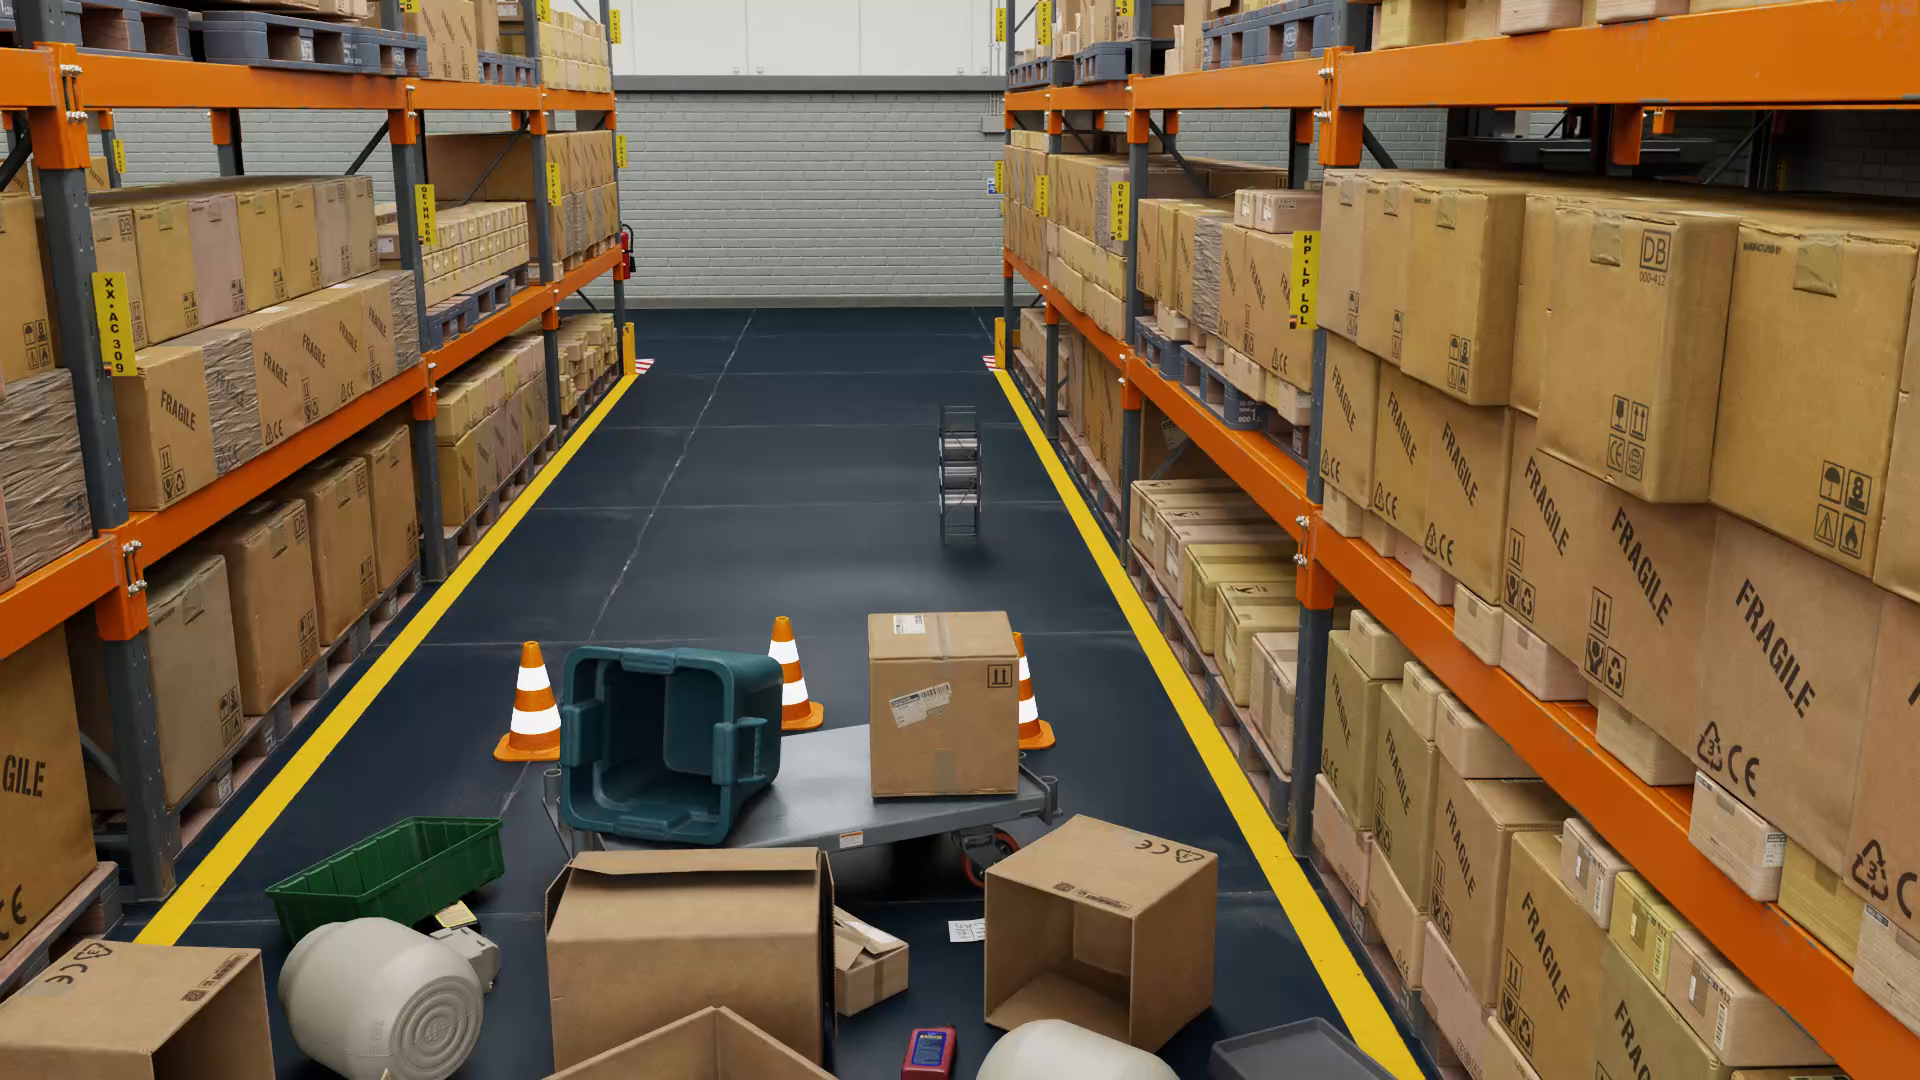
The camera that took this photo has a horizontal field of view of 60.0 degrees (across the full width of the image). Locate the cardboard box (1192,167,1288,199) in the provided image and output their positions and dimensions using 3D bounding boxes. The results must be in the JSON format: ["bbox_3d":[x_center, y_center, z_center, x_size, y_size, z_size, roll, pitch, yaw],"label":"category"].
[{"bbox_3d":[1.675,-1.969,9.952,0.500,0.500,0.500,-1,14,-5],"label":"cardboard box"}]

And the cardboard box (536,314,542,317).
[{"bbox_3d":[-4.275,-2.173,16.638,0.380,0.149,0.250,-2,15,-6],"label":"cardboard box"}]

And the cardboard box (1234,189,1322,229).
[{"bbox_3d":[1.359,-1.376,6.911,0.380,0.149,0.250,-2,15,-6],"label":"cardboard box"}]

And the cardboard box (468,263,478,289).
[{"bbox_3d":[-3.383,-1.734,10.908,0.380,0.149,0.250,-1,14,-3],"label":"cardboard box"}]

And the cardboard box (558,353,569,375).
[{"bbox_3d":[-3.493,-1.472,13.914,0.380,0.149,0.250,0,14,-1],"label":"cardboard box"}]

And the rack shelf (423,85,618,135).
[{"bbox_3d":[-3.845,-3.805,14.719,1.077,0.370,4.000,-1,14,-3],"label":"rack shelf"}]

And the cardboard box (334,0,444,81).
[{"bbox_3d":[-3.243,-2.856,9.385,0.500,0.500,0.500,-1,14,-3],"label":"cardboard box"}]

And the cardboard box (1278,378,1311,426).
[{"bbox_3d":[1.402,-0.521,6.191,0.380,0.149,0.250,-1,14,-3],"label":"cardboard box"}]

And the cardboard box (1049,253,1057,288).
[{"bbox_3d":[0.977,-2.119,13.042,0.500,0.250,0.500,-1,14,-5],"label":"cardboard box"}]

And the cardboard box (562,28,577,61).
[{"bbox_3d":[-3.554,-4.198,14.101,0.500,0.250,0.500,-1,14,-2],"label":"cardboard box"}]

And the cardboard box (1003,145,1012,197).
[{"bbox_3d":[0.711,-3.708,16.713,0.500,0.500,0.500,-1,14,-5],"label":"cardboard box"}]

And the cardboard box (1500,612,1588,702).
[{"bbox_3d":[1.522,0.270,3.960,0.380,0.149,0.250,-1,14,-4],"label":"cardboard box"}]

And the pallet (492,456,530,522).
[{"bbox_3d":[-3.592,-0.355,11.483,1.003,0.211,1.213,-1,14,-3],"label":"pallet"}]

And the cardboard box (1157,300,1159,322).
[{"bbox_3d":[1.280,-1.237,8.976,0.380,0.149,0.250,-2,15,-7],"label":"cardboard box"}]

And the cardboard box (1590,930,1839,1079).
[{"bbox_3d":[1.612,1.120,3.325,0.500,0.500,0.500,0,14,-1],"label":"cardboard box"}]

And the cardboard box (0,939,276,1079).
[{"bbox_3d":[-2.105,1.366,4.209,0.500,0.500,0.500,2,15,6],"label":"cardboard box"}]

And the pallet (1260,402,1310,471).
[{"bbox_3d":[1.807,-0.415,6.503,1.003,0.211,1.213,-1,14,-3],"label":"pallet"}]

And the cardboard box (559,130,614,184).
[{"bbox_3d":[-3.692,-3.765,16.335,0.500,0.500,0.500,-1,14,-5],"label":"cardboard box"}]

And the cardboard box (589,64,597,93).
[{"bbox_3d":[-3.620,-4.219,15.184,0.500,0.250,0.500,0,14,-1],"label":"cardboard box"}]

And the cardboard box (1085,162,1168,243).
[{"bbox_3d":[1.104,-2.218,10.921,0.500,0.500,0.500,-1,14,-3],"label":"cardboard box"}]

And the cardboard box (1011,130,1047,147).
[{"bbox_3d":[0.700,-3.923,16.246,0.380,0.149,0.250,0,14,-2],"label":"cardboard box"}]

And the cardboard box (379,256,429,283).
[{"bbox_3d":[-3.302,-1.557,9.624,0.380,0.149,0.250,0,14,-1],"label":"cardboard box"}]

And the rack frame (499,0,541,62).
[{"bbox_3d":[-3.721,-5.109,12.322,1.000,3.000,0.127,-1,14,-3],"label":"rack frame"}]

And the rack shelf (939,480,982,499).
[{"bbox_3d":[0.000,-0.318,10.453,0.258,0.077,0.200,-1,14,-3],"label":"rack shelf"}]

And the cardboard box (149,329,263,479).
[{"bbox_3d":[-3.021,-0.523,6.337,0.500,0.500,0.500,-1,14,-3],"label":"cardboard box"}]

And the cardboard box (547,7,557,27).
[{"bbox_3d":[-3.523,-4.290,13.657,0.380,0.149,0.250,-1,14,-5],"label":"cardboard box"}]

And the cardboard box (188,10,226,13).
[{"bbox_3d":[-3.616,-2.532,7.586,0.500,0.250,0.500,0,14,-2],"label":"cardboard box"}]

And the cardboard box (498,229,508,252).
[{"bbox_3d":[-3.447,-2.138,11.880,0.380,0.149,0.250,-1,14,-5],"label":"cardboard box"}]

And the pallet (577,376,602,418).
[{"bbox_3d":[-3.876,-1.323,15.246,1.003,0.211,1.213,-1,14,-3],"label":"pallet"}]

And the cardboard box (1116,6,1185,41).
[{"bbox_3d":[1.288,-3.108,9.514,0.797,0.503,0.637,-2,15,-7],"label":"cardboard box"}]

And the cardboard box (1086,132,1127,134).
[{"bbox_3d":[1.324,-3.551,14.799,0.380,0.149,0.250,-1,14,-4],"label":"cardboard box"}]

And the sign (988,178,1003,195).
[{"bbox_3d":[0.541,-4.847,22.802,0.327,0.218,0.001,-1,14,-3],"label":"sign"}]

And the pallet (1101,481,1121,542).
[{"bbox_3d":[1.488,-0.157,10.712,1.003,0.211,1.213,-1,14,-3],"label":"pallet"}]

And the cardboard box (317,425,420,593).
[{"bbox_3d":[-3.525,-0.169,8.837,1.050,0.750,0.750,-1,14,-4],"label":"cardboard box"}]

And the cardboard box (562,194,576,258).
[{"bbox_3d":[-3.538,-2.646,13.992,0.500,0.500,0.500,-1,14,-3],"label":"cardboard box"}]

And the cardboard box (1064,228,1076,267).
[{"bbox_3d":[1.025,-2.105,11.987,0.500,0.250,0.500,-1,14,-3],"label":"cardboard box"}]

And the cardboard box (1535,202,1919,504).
[{"bbox_3d":[1.549,-0.372,3.148,0.700,0.500,0.500,-1,14,-4],"label":"cardboard box"}]

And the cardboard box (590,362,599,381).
[{"bbox_3d":[-3.577,-1.572,15.494,0.380,0.149,0.250,-1,14,-2],"label":"cardboard box"}]

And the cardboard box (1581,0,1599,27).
[{"bbox_3d":[1.579,-1.181,3.580,0.380,0.149,0.250,-1,14,-3],"label":"cardboard box"}]

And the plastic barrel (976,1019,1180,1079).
[{"bbox_3d":[0.318,1.437,4.092,0.512,0.421,0.421,10,18,35],"label":"plastic barrel"}]

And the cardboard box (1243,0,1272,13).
[{"bbox_3d":[1.472,-2.294,6.863,0.500,0.250,0.500,-1,14,-3],"label":"cardboard box"}]

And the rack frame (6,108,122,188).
[{"bbox_3d":[-8.925,-3.147,16.736,1.000,3.000,0.127,-1,14,-3],"label":"rack frame"}]

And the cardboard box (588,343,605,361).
[{"bbox_3d":[-3.572,-1.780,15.707,0.380,0.149,0.250,-1,14,-3],"label":"cardboard box"}]

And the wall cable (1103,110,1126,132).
[{"bbox_3d":[2.008,-5.218,22.750,0.588,1.984,0.122,-1,14,-3],"label":"wall cable"}]

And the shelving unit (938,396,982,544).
[{"bbox_3d":[0.000,-0.438,10.422,0.258,0.900,0.210,-1,14,-3],"label":"shelving unit"}]

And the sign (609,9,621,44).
[{"bbox_3d":[-3.413,-5.083,16.466,0.100,0.325,0.005,-1,14,-3],"label":"sign"}]

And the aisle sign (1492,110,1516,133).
[{"bbox_3d":[5.622,-4.649,17.357,0.394,0.787,0.004,-1,14,-3],"label":"aisle sign"}]

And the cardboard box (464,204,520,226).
[{"bbox_3d":[-3.483,-2.409,12.339,0.380,0.149,0.250,-1,14,-5],"label":"cardboard box"}]

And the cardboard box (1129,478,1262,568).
[{"bbox_3d":[1.487,-0.100,9.326,0.950,0.372,0.625,-2,15,-7],"label":"cardboard box"}]

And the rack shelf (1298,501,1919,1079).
[{"bbox_3d":[1.833,0.531,3.888,1.077,0.370,4.000,-1,14,-3],"label":"rack shelf"}]

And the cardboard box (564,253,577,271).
[{"bbox_3d":[-3.532,-2.417,14.405,0.380,0.149,0.250,-1,14,-2],"label":"cardboard box"}]

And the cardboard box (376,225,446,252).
[{"bbox_3d":[-3.338,-1.824,10.063,0.380,0.149,0.250,-1,14,-4],"label":"cardboard box"}]

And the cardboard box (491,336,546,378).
[{"bbox_3d":[-3.422,-1.378,12.531,0.500,0.250,0.500,-1,14,-5],"label":"cardboard box"}]

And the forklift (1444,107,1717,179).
[{"bbox_3d":[3.123,-1.052,8.735,1.130,2.935,3.031,-1,14,-3],"label":"forklift"}]

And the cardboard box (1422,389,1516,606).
[{"bbox_3d":[1.531,-0.144,4.270,0.500,0.500,0.500,-1,14,-4],"label":"cardboard box"}]

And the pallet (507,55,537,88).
[{"bbox_3d":[-3.789,-3.410,12.116,1.213,0.211,1.003,-1,14,-3],"label":"pallet"}]

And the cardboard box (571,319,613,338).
[{"bbox_3d":[-3.582,-2.055,16.179,0.380,0.149,0.250,-1,14,-5],"label":"cardboard box"}]
